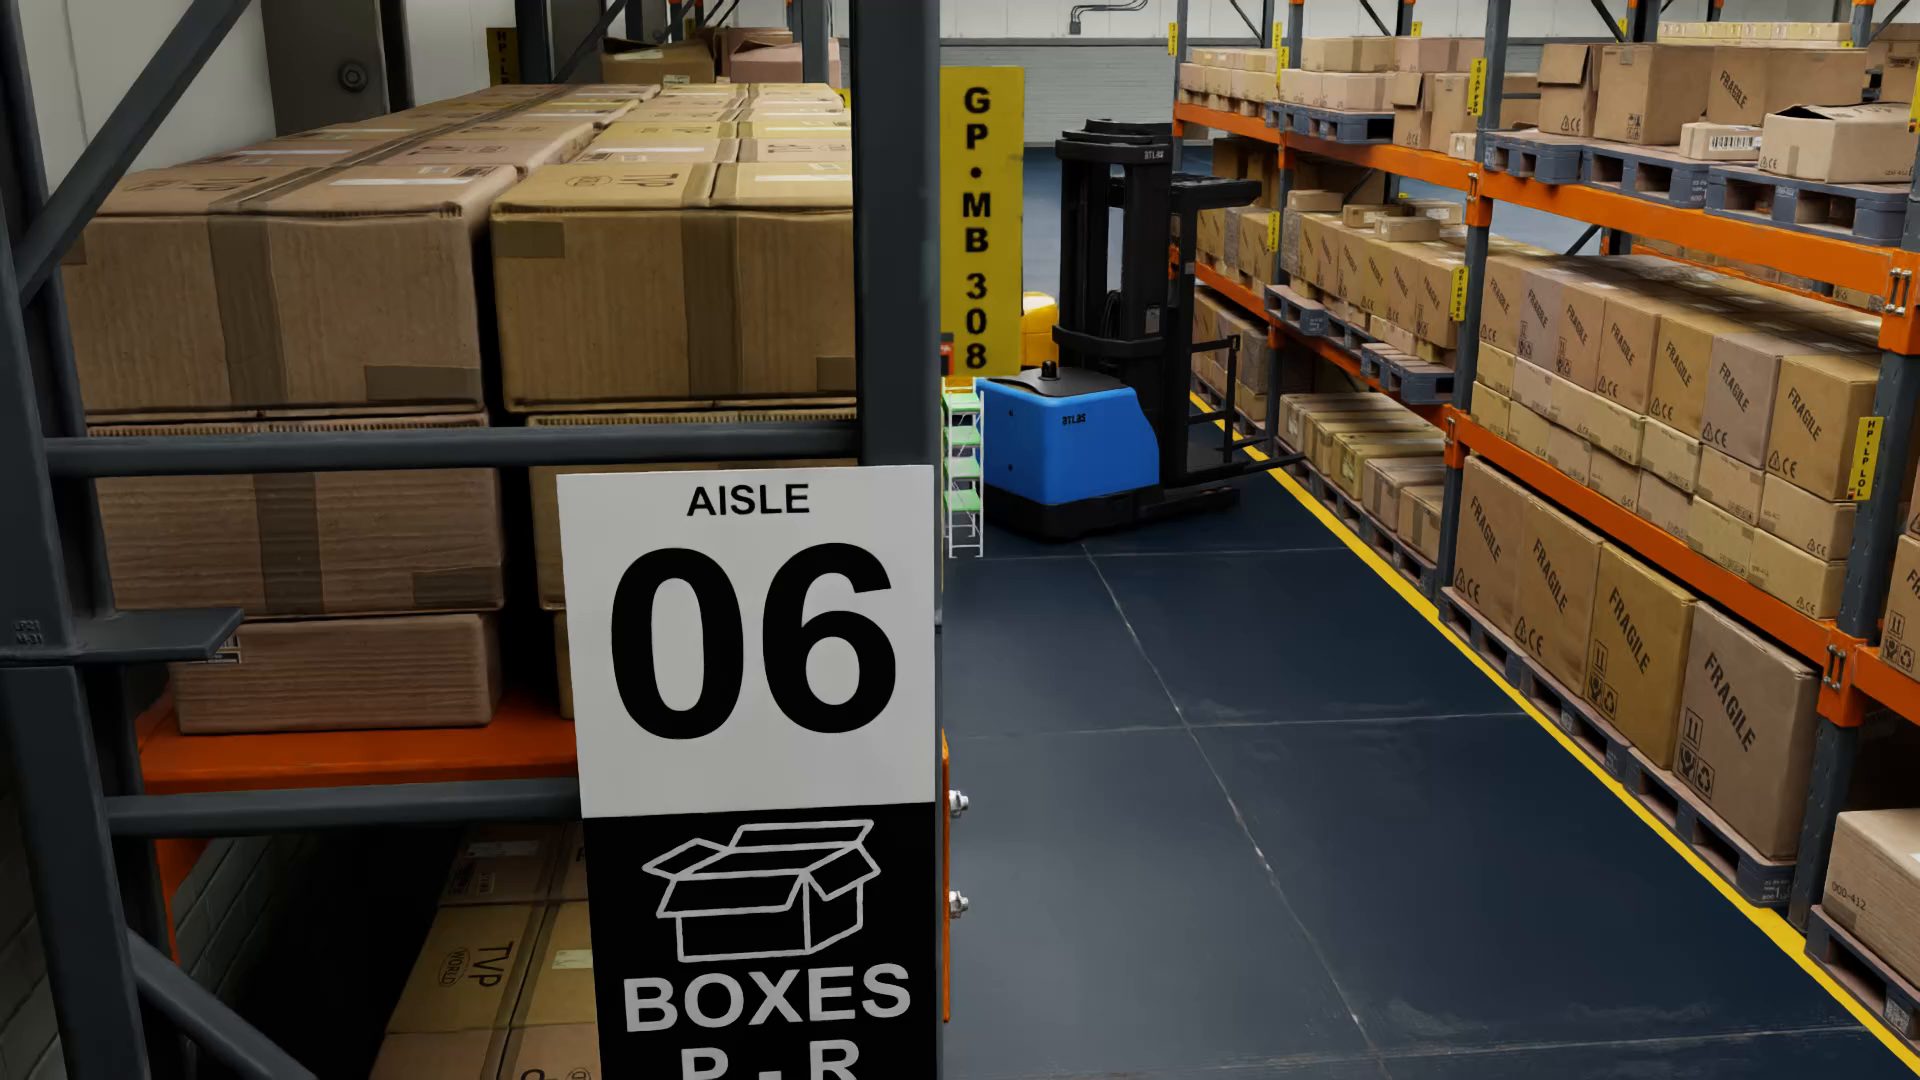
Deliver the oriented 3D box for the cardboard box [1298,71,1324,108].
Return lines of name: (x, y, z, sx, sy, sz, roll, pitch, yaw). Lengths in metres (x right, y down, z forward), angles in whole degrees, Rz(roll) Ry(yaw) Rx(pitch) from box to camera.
cardboard box: (2.891, -3.421, 12.607, 0.500, 0.250, 0.500, -2, 18, -6)

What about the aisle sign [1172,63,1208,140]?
aisle sign: (2.449, -4.640, 17.607, 0.394, 0.787, 0.004, -2, 18, -6)

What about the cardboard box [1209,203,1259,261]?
cardboard box: (2.707, -2.973, 15.976, 0.500, 0.500, 0.500, -2, 18, -7)

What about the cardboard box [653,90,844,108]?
cardboard box: (-0.583, -1.107, 4.606, 0.500, 0.250, 0.500, -2, 18, -7)

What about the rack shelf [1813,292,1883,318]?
rack shelf: (8.295, -1.443, 12.965, 1.077, 0.370, 4.000, -2, 18, -6)

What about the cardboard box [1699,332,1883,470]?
cardboard box: (3.644, -0.619, 7.305, 0.500, 0.500, 0.500, -1, 17, -5)

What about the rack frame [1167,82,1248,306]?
rack frame: (2.763, -3.390, 17.968, 1.000, 3.000, 0.127, -2, 18, -6)

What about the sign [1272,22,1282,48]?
sign: (3.317, -5.255, 17.422, 0.100, 0.325, 0.005, -2, 18, -6)

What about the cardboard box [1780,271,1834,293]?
cardboard box: (8.039, -2.563, 15.082, 0.875, 0.550, 0.550, -2, 18, -6)

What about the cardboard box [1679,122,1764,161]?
cardboard box: (3.657, -1.894, 7.883, 0.380, 0.166, 0.250, 0, 17, -1)

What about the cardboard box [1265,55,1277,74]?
cardboard box: (2.823, -4.053, 14.160, 0.380, 0.149, 0.250, -2, 18, -7)

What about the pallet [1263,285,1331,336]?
pallet: (3.110, -1.875, 13.461, 1.003, 0.211, 1.213, -2, 18, -6)

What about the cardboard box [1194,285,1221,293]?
cardboard box: (2.574, -2.381, 17.390, 0.500, 0.500, 0.500, -2, 18, -7)

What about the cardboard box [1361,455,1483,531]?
cardboard box: (3.456, -0.342, 11.944, 0.950, 0.372, 0.625, -2, 18, -7)

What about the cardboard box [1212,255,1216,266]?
cardboard box: (2.707, -2.777, 16.433, 0.380, 0.149, 0.250, -1, 17, -4)

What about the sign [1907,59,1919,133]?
sign: (3.462, -1.623, 5.944, 0.100, 0.325, 0.005, -2, 18, -6)

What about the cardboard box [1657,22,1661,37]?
cardboard box: (7.419, -5.329, 17.356, 0.380, 0.149, 0.250, -2, 18, -5)

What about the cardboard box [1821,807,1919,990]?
cardboard box: (3.959, 1.397, 6.295, 0.875, 0.438, 0.875, -2, 18, -6)

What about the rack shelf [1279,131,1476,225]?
rack shelf: (3.382, -2.691, 11.933, 1.077, 0.370, 4.000, -2, 18, -6)

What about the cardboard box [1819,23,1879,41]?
cardboard box: (7.734, -4.421, 14.462, 0.380, 0.149, 0.250, -2, 18, -6)

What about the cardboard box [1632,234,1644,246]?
cardboard box: (7.760, -3.536, 18.181, 0.875, 0.550, 0.550, -2, 18, -6)

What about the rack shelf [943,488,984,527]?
rack shelf: (0.017, -0.233, 11.931, 0.258, 0.148, 0.480, -2, 18, -6)

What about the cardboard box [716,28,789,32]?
cardboard box: (-1.857, -4.356, 14.997, 0.797, 0.503, 0.637, -1, 17, -4)

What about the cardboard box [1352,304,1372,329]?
cardboard box: (3.082, -1.637, 12.102, 0.380, 0.149, 0.250, -2, 18, -7)

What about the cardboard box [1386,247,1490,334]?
cardboard box: (3.201, -1.677, 11.148, 0.500, 0.500, 0.500, -2, 18, -7)

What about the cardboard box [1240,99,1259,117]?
cardboard box: (2.748, -3.902, 15.008, 0.380, 0.149, 0.250, -1, 17, -4)

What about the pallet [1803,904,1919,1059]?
pallet: (4.002, 1.744, 6.269, 1.003, 0.211, 1.213, -2, 18, -6)

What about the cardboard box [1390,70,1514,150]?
cardboard box: (3.403, -2.941, 11.356, 0.797, 0.503, 0.637, -2, 18, -6)

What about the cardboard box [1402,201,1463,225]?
cardboard box: (3.584, -2.482, 12.626, 0.380, 0.149, 0.250, -3, 18, -8)

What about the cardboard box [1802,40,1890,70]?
cardboard box: (7.783, -4.270, 14.648, 0.500, 0.250, 0.500, -2, 18, -6)

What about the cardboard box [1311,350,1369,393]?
cardboard box: (3.384, -1.629, 14.995, 0.500, 0.500, 0.500, -1, 17, -3)

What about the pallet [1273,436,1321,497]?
pallet: (3.258, -0.636, 13.851, 1.003, 0.211, 1.213, -2, 18, -6)

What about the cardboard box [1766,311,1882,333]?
cardboard box: (4.112, -0.780, 7.818, 0.500, 0.500, 0.500, -2, 18, -7)

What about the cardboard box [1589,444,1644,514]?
cardboard box: (3.562, -0.326, 8.458, 0.500, 0.250, 0.500, -2, 18, -6)

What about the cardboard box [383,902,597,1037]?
cardboard box: (-0.933, 1.031, 3.641, 0.500, 0.250, 0.500, -1, 17, -4)

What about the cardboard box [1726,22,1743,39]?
cardboard box: (7.577, -4.873, 15.903, 0.380, 0.149, 0.250, -2, 17, -5)

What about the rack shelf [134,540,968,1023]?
rack shelf: (-0.730, -0.153, 3.849, 1.077, 0.370, 4.000, -2, 18, -6)

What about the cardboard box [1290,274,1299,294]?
cardboard box: (2.919, -2.105, 13.591, 0.380, 0.149, 0.250, -2, 17, -5)

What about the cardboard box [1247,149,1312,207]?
cardboard box: (3.146, -3.459, 15.854, 0.700, 0.500, 0.500, -2, 18, -6)

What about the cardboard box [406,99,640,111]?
cardboard box: (-1.046, -0.939, 4.072, 0.500, 0.250, 0.500, -2, 18, -6)

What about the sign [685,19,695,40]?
sign: (-2.726, -5.106, 16.835, 0.100, 0.325, 0.005, -2, 18, -6)

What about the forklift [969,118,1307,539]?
forklift: (1.570, -1.729, 12.792, 3.031, 2.935, 1.130, -12, 21, -33)

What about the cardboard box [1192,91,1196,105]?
cardboard box: (2.591, -4.517, 16.970, 0.380, 0.149, 0.250, -2, 18, -7)

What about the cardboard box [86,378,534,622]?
cardboard box: (-0.840, -0.095, 2.216, 0.500, 0.250, 0.500, -2, 18, -7)

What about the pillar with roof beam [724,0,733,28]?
pillar with roof beam: (-1.192, -13.146, 39.028, 9.100, 9.000, 0.400, -2, 18, -6)

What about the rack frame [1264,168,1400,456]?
rack frame: (3.176, -2.199, 14.172, 1.000, 3.000, 0.127, -2, 18, -6)

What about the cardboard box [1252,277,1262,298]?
cardboard box: (2.807, -2.239, 14.721, 0.380, 0.149, 0.250, -1, 17, -4)

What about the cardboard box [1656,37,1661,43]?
cardboard box: (7.471, -5.171, 17.519, 0.500, 0.250, 0.500, -2, 18, -6)

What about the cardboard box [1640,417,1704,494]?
cardboard box: (3.595, -0.409, 7.887, 0.500, 0.250, 0.500, -1, 17, -4)

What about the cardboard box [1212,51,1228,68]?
cardboard box: (2.622, -4.591, 15.872, 0.380, 0.149, 0.250, -1, 17, -4)

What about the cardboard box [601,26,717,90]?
cardboard box: (-1.036, -1.649, 5.776, 0.396, 0.266, 0.258, -2, 18, -6)

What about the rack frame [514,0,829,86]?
rack frame: (-0.936, -2.523, 5.190, 1.000, 3.000, 0.127, -2, 18, -6)

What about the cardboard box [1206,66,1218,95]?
cardboard box: (2.670, -4.430, 16.027, 0.500, 0.250, 0.500, -1, 17, -4)

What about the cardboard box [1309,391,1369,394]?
cardboard box: (3.384, -1.271, 15.108, 0.500, 0.250, 0.500, -3, 18, -8)

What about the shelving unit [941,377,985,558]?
shelving unit: (0.017, -0.523, 11.840, 0.258, 1.200, 0.503, -2, 18, -6)
